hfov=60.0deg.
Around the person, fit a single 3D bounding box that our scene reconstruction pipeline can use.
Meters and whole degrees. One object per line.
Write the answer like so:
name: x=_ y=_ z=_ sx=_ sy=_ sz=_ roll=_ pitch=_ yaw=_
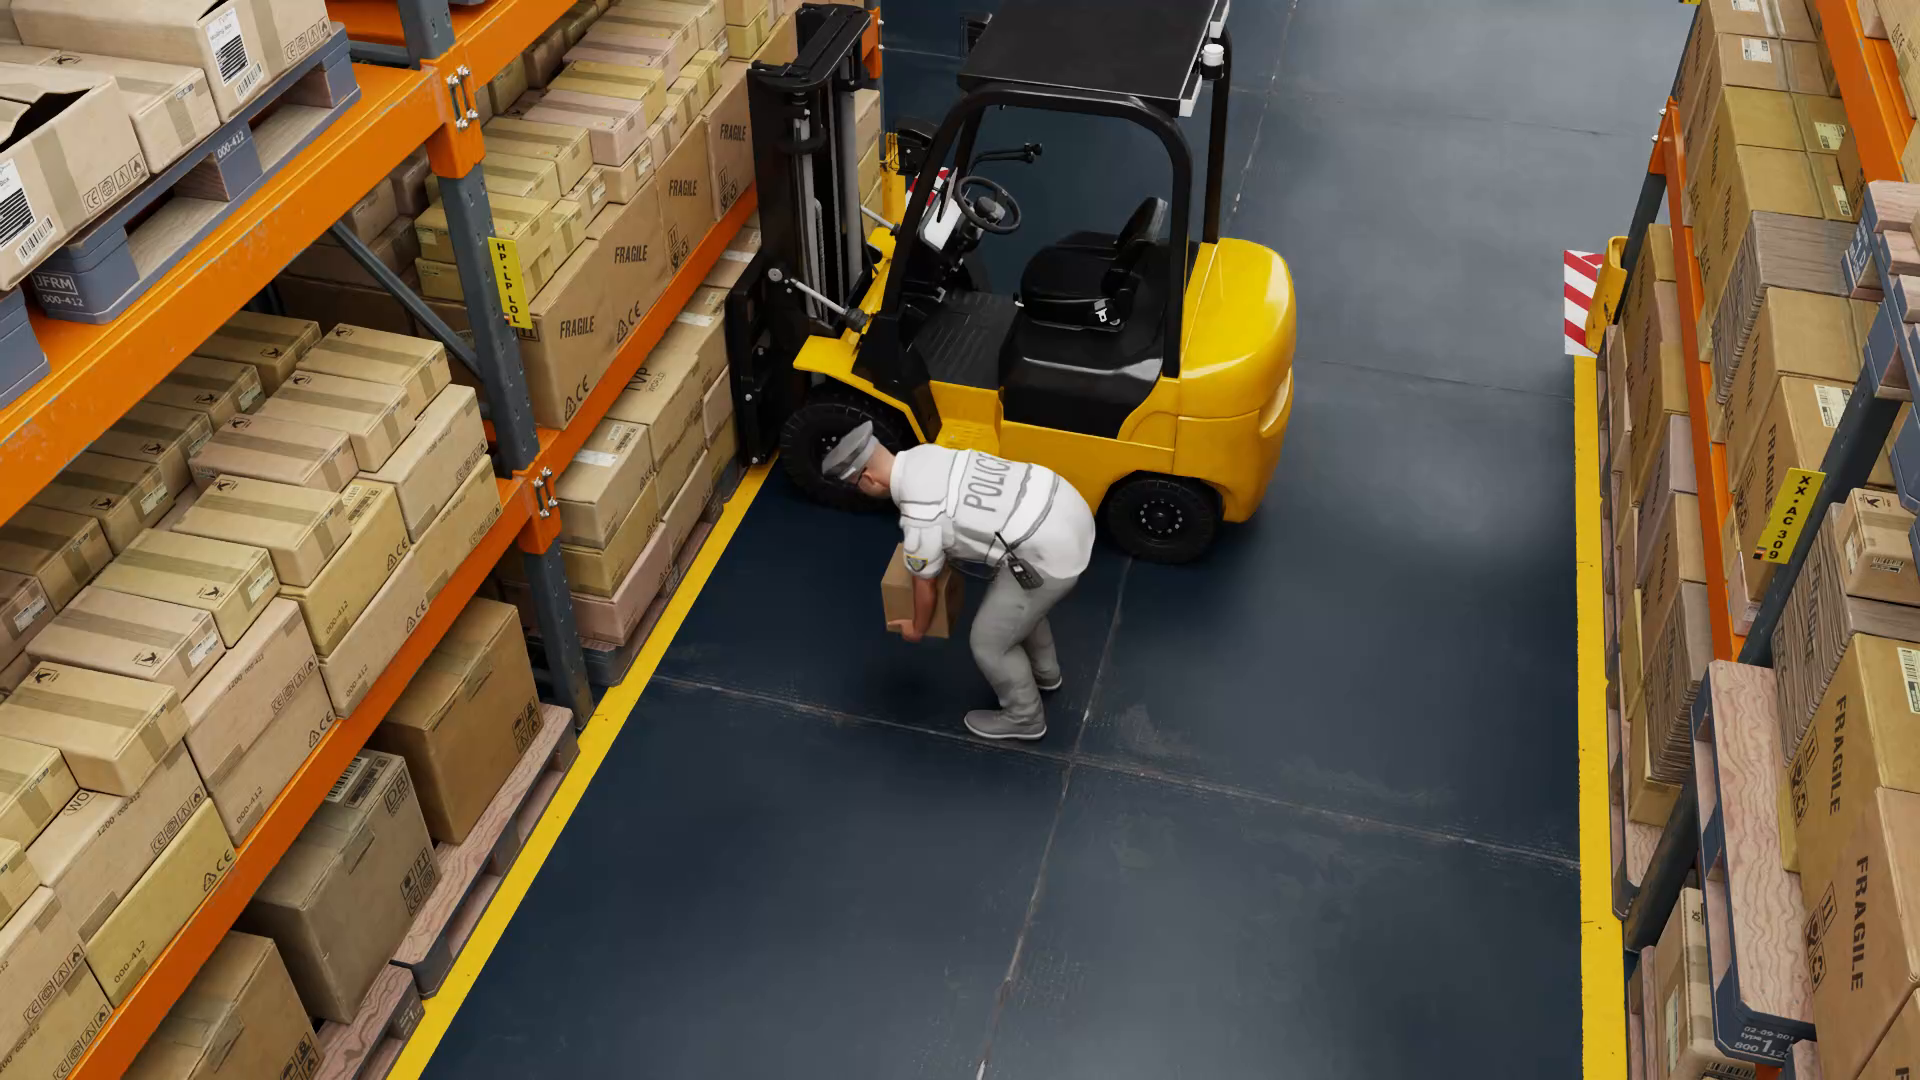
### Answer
person: x=-0.007 y=0.140 z=6.345 sx=1.016 sy=1.295 sz=0.486 roll=9 pitch=42 yaw=10
